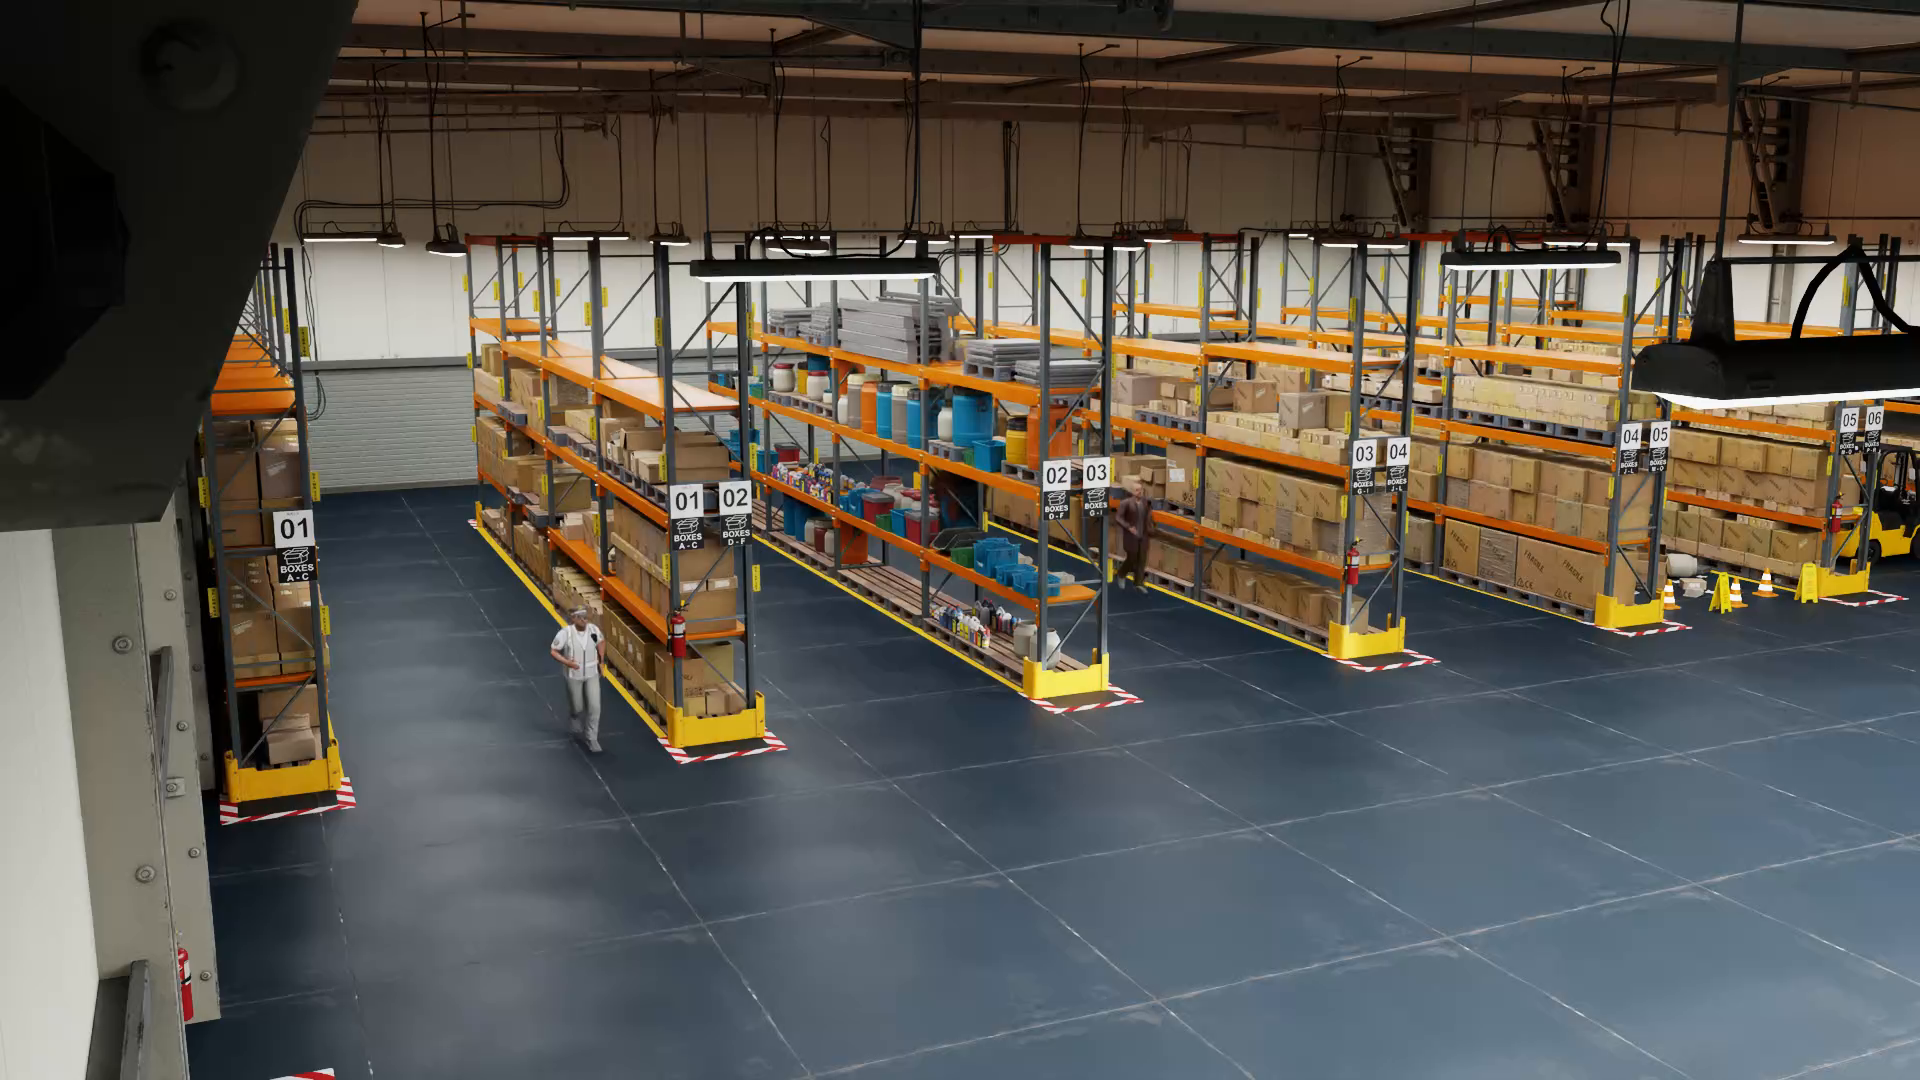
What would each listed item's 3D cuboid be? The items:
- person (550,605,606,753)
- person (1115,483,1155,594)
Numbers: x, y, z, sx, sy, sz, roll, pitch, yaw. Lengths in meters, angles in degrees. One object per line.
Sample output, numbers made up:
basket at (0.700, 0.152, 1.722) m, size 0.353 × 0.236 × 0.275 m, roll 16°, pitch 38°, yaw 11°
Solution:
person at (-4.599, 1.634, 20.177) m, size 0.701 × 1.789 × 0.851 m, roll -5°, pitch 12°, yaw -26°
person at (2.870, -0.048, 27.265) m, size 0.733 × 1.797 × 0.778 m, roll -5°, pitch 12°, yaw -26°
